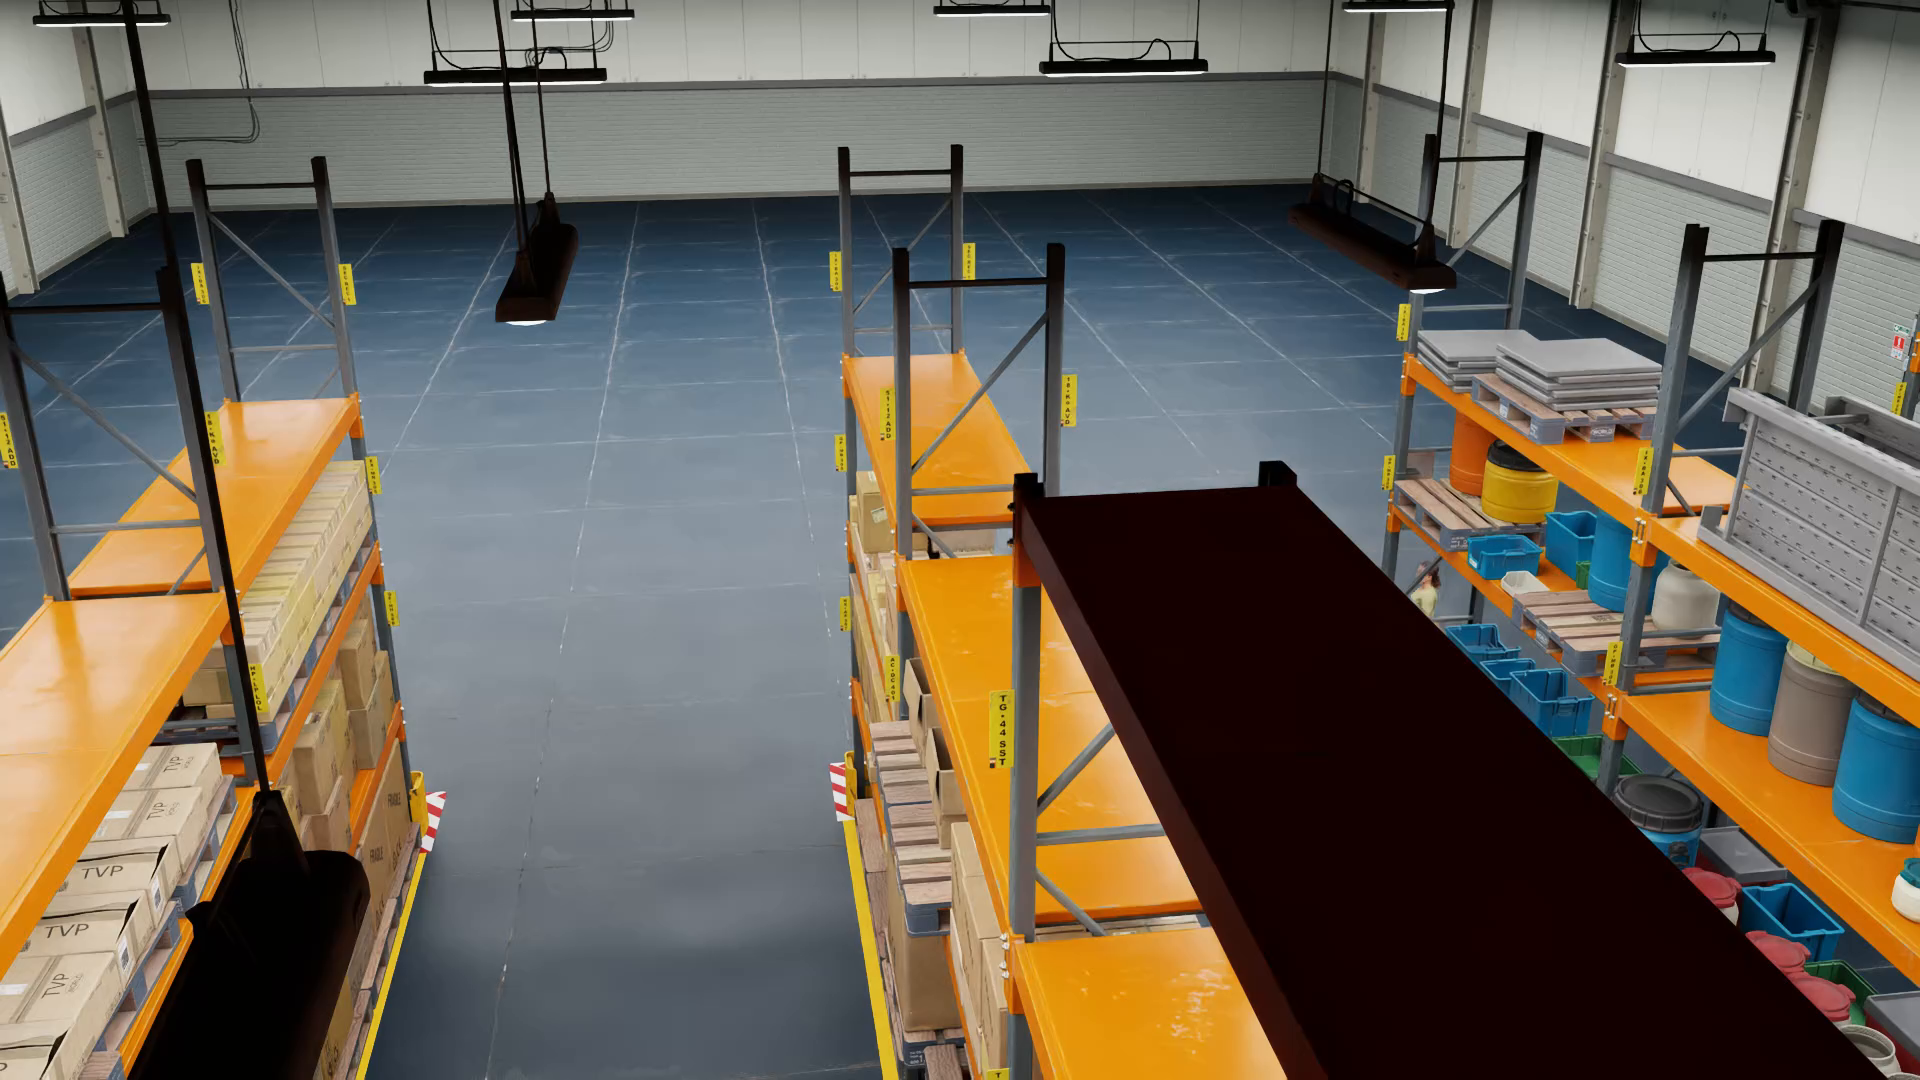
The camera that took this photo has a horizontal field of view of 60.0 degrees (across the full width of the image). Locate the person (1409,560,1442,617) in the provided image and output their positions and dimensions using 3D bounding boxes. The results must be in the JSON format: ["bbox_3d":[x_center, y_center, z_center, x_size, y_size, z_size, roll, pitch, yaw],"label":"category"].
[{"bbox_3d":[4.733,0.986,16.910,0.771,1.634,0.467,5,22,13],"label":"person"}]
